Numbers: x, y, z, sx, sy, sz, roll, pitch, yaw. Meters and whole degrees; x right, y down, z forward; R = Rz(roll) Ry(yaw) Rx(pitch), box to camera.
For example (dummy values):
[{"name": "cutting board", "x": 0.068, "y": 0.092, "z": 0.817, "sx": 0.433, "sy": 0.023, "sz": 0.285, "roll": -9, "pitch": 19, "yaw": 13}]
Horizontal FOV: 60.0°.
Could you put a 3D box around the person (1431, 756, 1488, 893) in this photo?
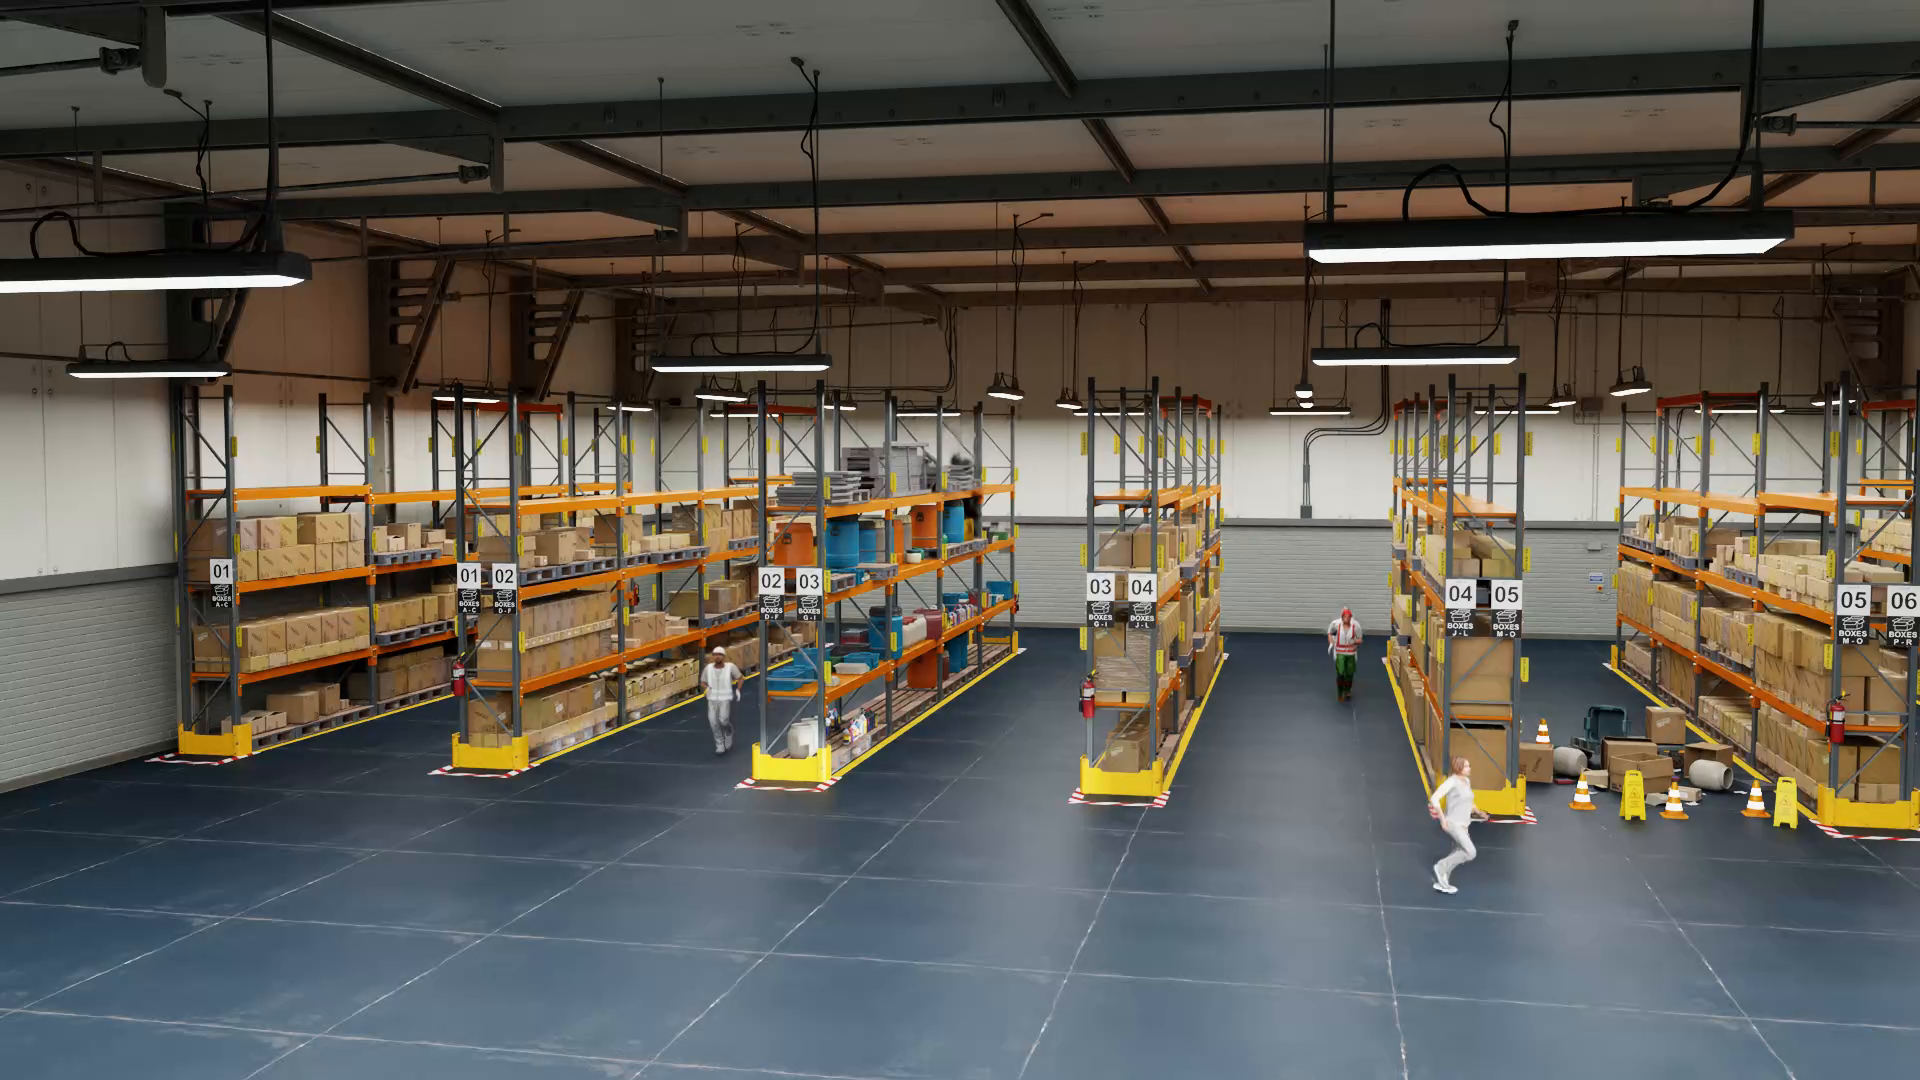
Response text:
[{"name": "person", "x": 5.565, "y": 3.181, "z": 18.537, "sx": 0.627, "sy": 1.554, "sz": 0.515, "roll": 3, "pitch": 4, "yaw": 42}]

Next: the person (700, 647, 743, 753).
[{"name": "person", "x": -3.911, "y": 2.610, "z": 27.060, "sx": 0.673, "sy": 1.739, "sz": 0.602, "roll": 0, "pitch": 3, "yaw": 5}]

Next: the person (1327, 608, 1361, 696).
[{"name": "person", "x": 7.854, "y": 2.258, "z": 33.948, "sx": 0.703, "sy": 1.757, "sz": 0.990, "roll": 0, "pitch": 3, "yaw": 9}]

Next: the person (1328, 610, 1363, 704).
[{"name": "person", "x": 7.559, "y": 2.285, "z": 32.612, "sx": 0.645, "sy": 1.841, "sz": 0.767, "roll": 0, "pitch": 3, "yaw": 7}]
